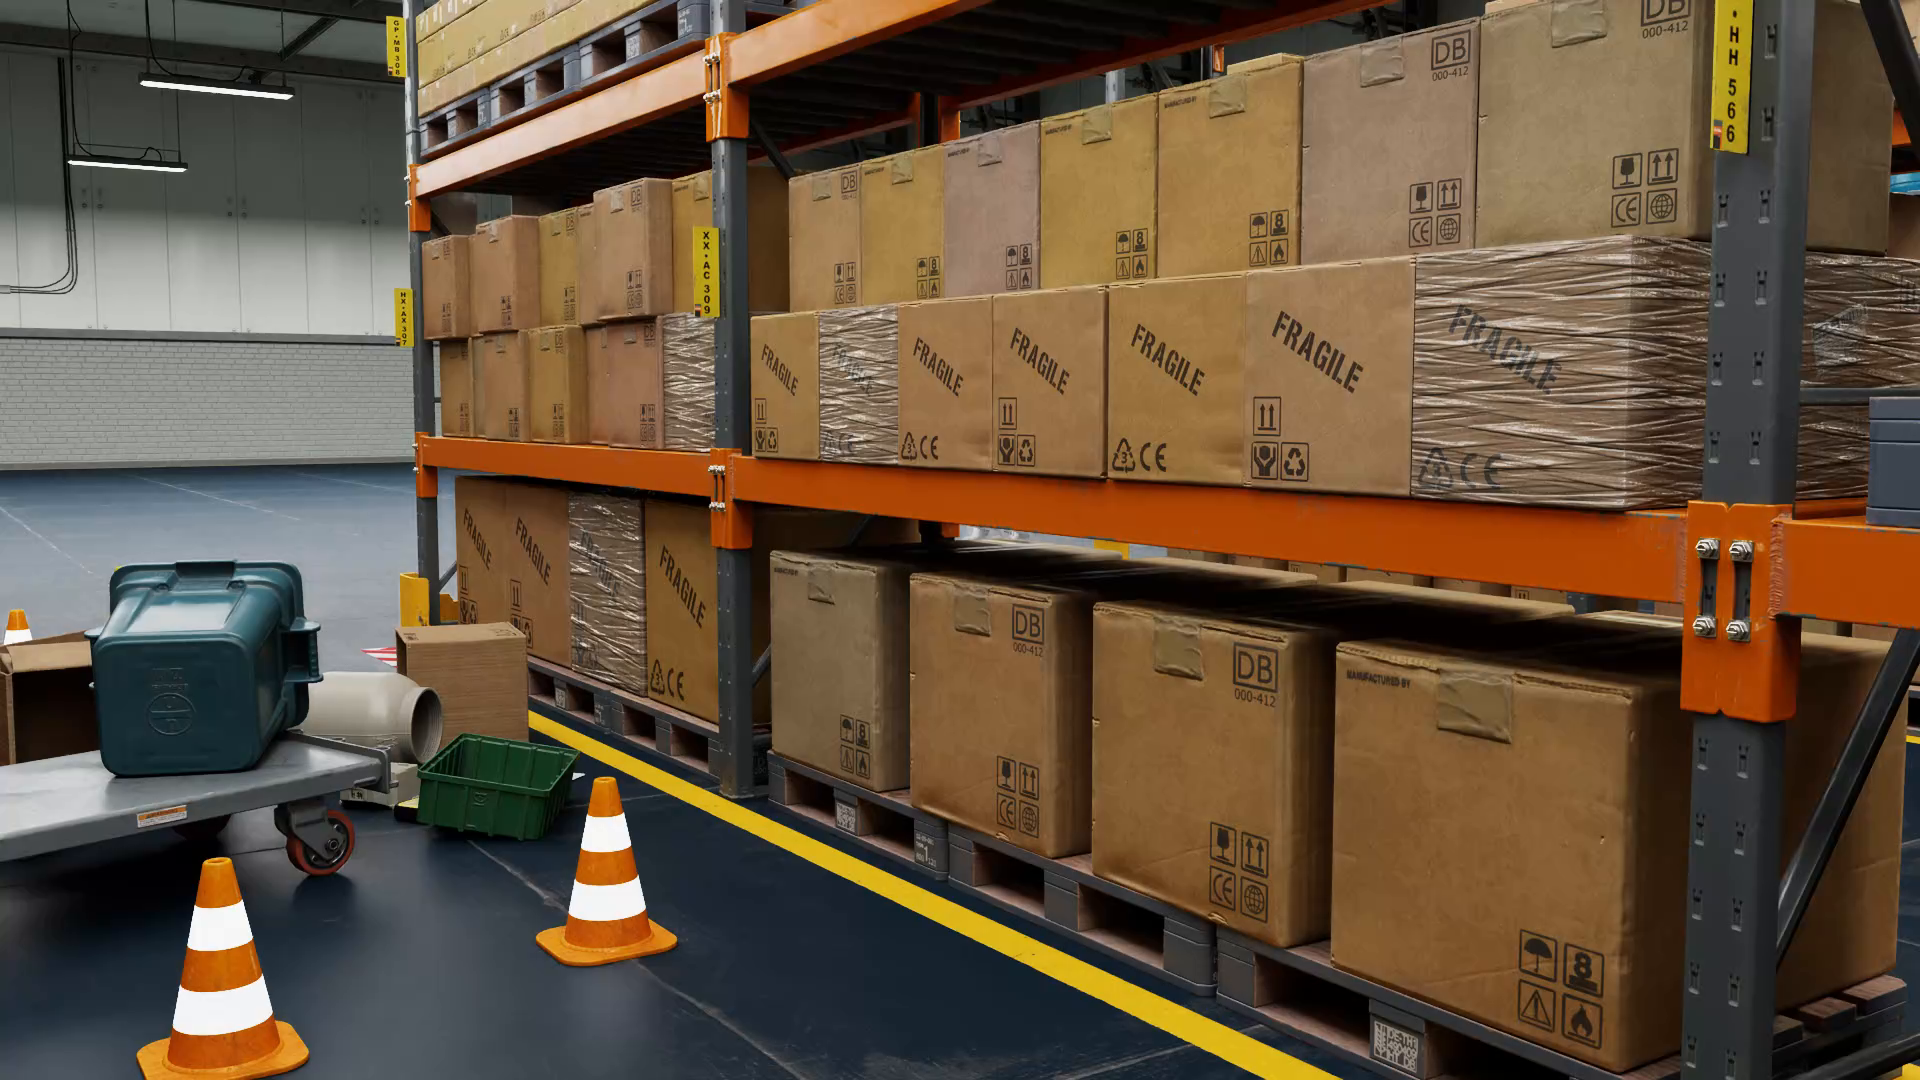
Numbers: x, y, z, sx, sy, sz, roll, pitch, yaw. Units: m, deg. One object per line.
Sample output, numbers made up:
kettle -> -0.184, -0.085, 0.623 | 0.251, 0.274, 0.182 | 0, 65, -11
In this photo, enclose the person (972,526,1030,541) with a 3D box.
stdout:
person -> 0.361, -0.454, 13.217 | 0.531, 1.648, 0.837 | 3, 6, 31
